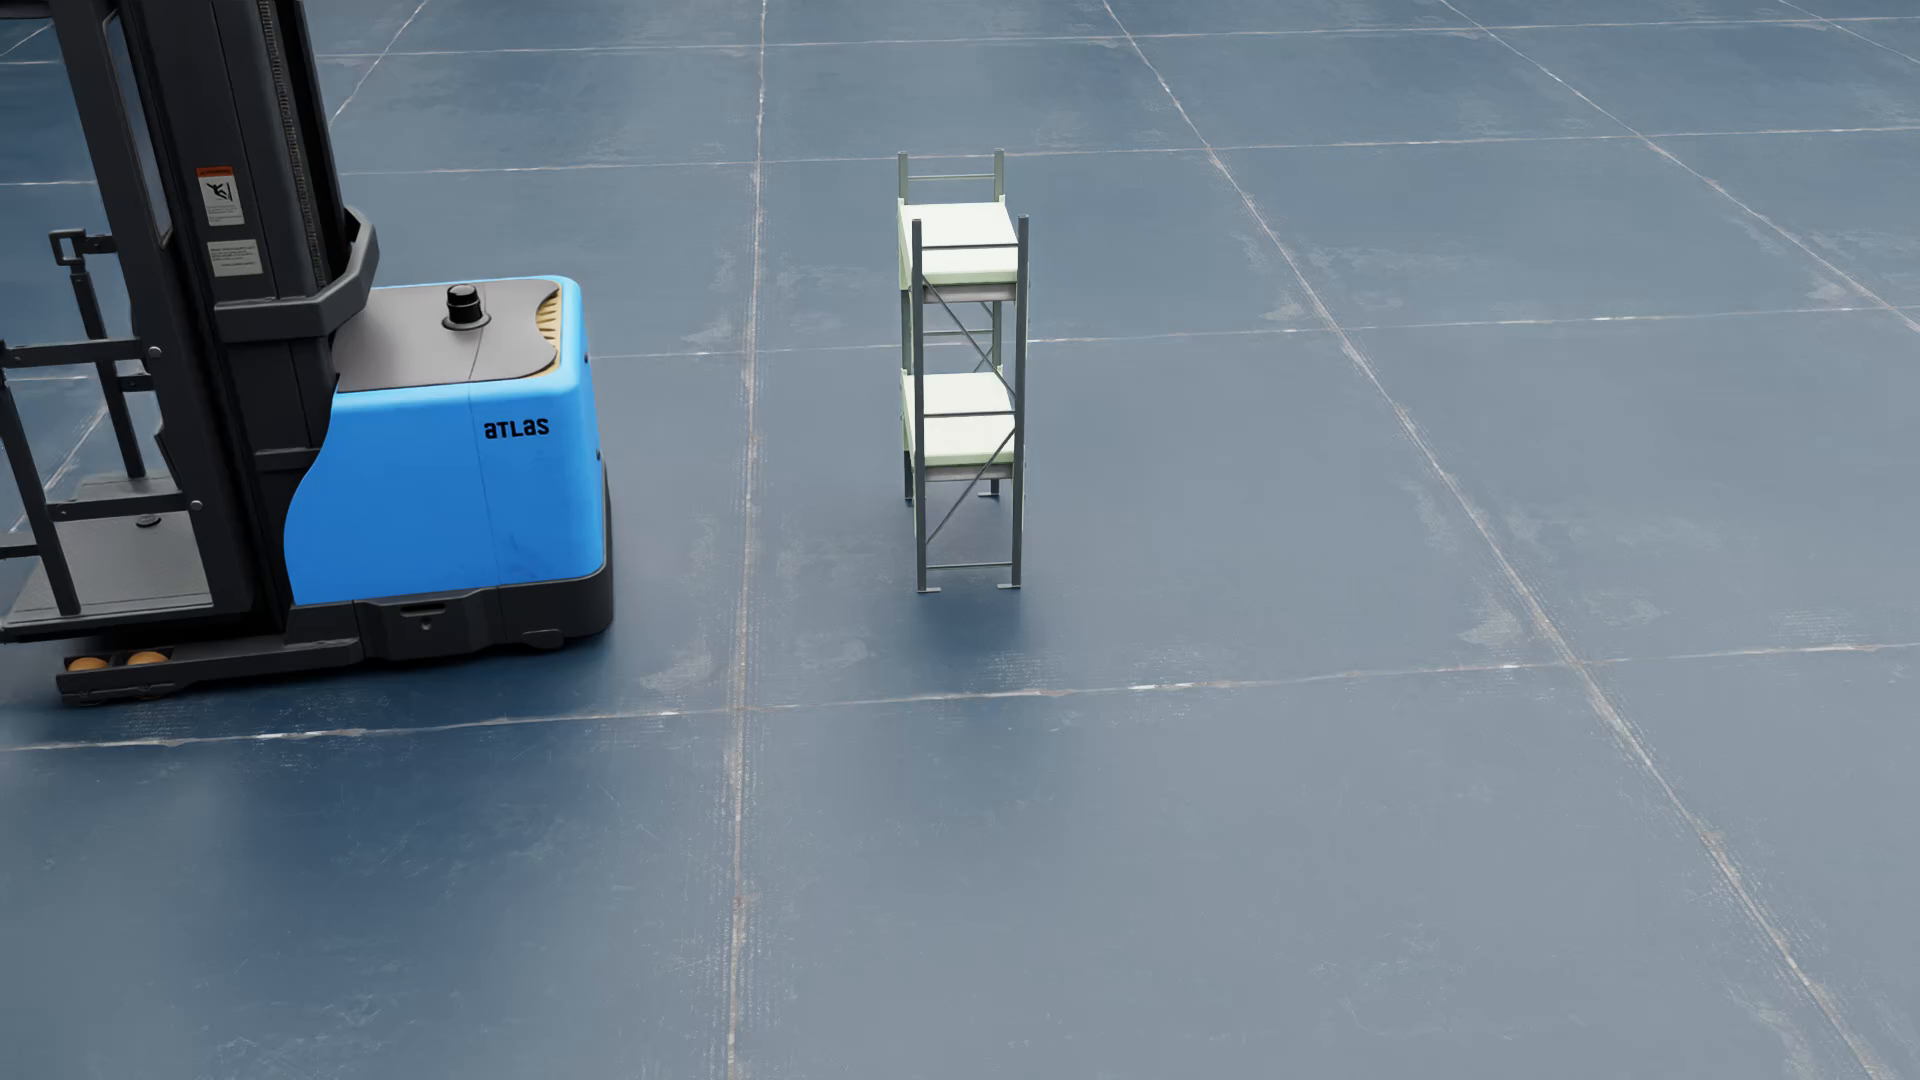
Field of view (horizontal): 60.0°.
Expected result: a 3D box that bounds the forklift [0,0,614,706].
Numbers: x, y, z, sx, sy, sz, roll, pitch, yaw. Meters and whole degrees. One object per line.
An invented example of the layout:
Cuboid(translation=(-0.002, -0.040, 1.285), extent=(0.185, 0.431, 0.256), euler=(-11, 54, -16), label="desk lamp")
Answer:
Cuboid(translation=(-2.845, -0.977, 5.527), extent=(3.031, 2.935, 1.130), euler=(-6, 31, -9), label="forklift")

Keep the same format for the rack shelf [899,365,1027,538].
Cuboid(translation=(0.001, -0.361, 6.527), extent=(0.431, 0.370, 0.720), euler=(-3, 31, -5), label="rack shelf")

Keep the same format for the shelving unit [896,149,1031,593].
Cuboid(translation=(0.001, -0.640, 6.360), extent=(0.431, 1.500, 0.755), euler=(-3, 31, -5), label="shelving unit")

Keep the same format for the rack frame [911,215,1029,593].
Cuboid(translation=(0.035, -0.454, 6.047), extent=(0.400, 1.500, 0.023), euler=(-3, 31, -5), label="rack frame")

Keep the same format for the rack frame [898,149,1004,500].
Cuboid(translation=(-0.034, -0.827, 6.673), extent=(0.400, 1.500, 0.023), euler=(-3, 31, -5), label="rack frame")

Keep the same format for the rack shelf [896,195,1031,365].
Cuboid(translation=(0.001, -0.976, 6.160), extent=(0.431, 0.370, 0.720), euler=(-3, 31, -5), label="rack shelf")
